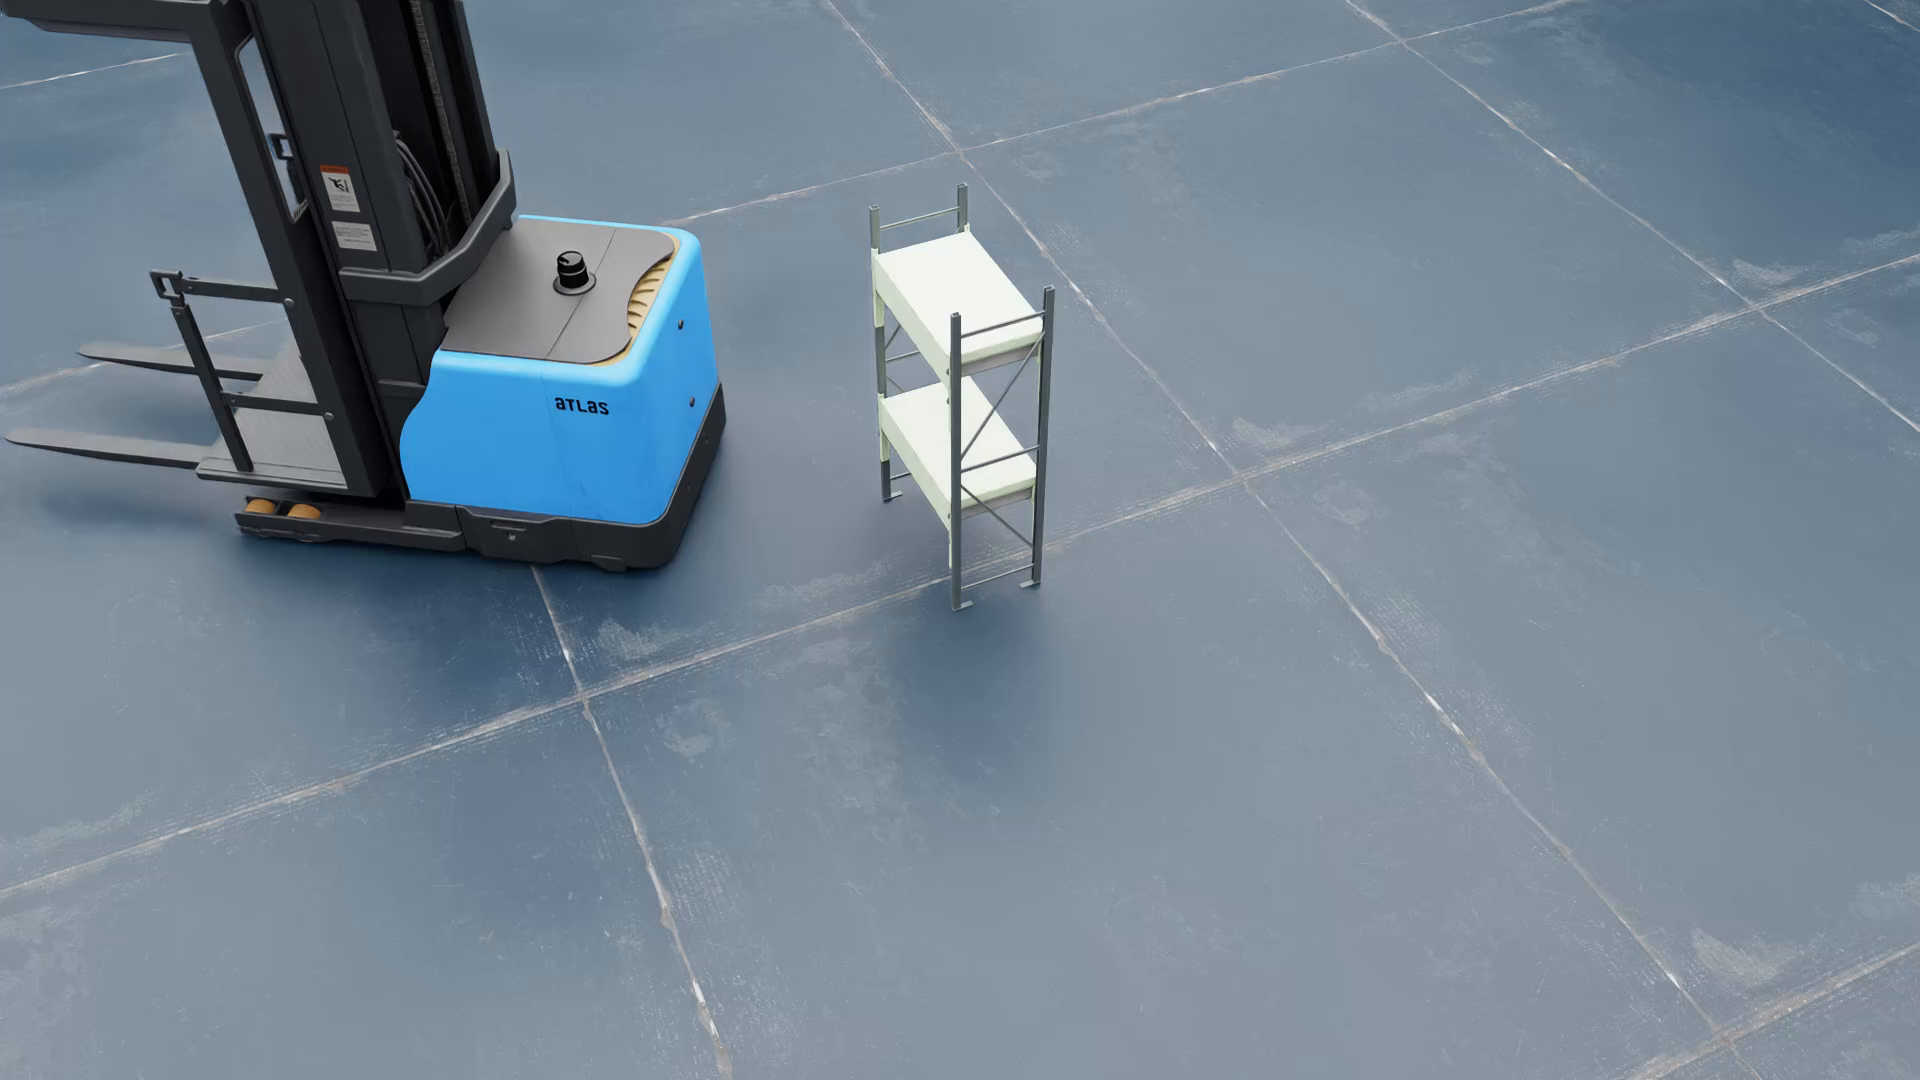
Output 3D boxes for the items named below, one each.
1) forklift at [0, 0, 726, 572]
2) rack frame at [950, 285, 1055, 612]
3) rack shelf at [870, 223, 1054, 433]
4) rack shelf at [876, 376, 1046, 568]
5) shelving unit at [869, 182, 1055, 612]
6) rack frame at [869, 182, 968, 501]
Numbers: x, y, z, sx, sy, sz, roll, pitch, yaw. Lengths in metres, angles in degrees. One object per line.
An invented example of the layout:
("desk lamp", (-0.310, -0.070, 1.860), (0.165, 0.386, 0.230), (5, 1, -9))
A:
("forklift", (-2.625, -1.394, 6.445), (3.031, 2.935, 1.130), (6, 45, 6))
("rack frame", (0.151, -0.305, 6.360), (0.400, 1.500, 0.023), (-18, 47, -17))
("rack shelf", (-0.003, -0.816, 6.322), (0.431, 0.370, 0.720), (-18, 47, -17))
("rack shelf", (-0.003, -0.306, 6.825), (0.431, 0.370, 0.720), (-18, 47, -17))
("shelving unit", (-0.003, -0.538, 6.596), (0.431, 1.500, 0.755), (-18, 47, -17))
("rack frame", (-0.157, -0.771, 6.833), (0.400, 1.500, 0.023), (-18, 47, -17))
